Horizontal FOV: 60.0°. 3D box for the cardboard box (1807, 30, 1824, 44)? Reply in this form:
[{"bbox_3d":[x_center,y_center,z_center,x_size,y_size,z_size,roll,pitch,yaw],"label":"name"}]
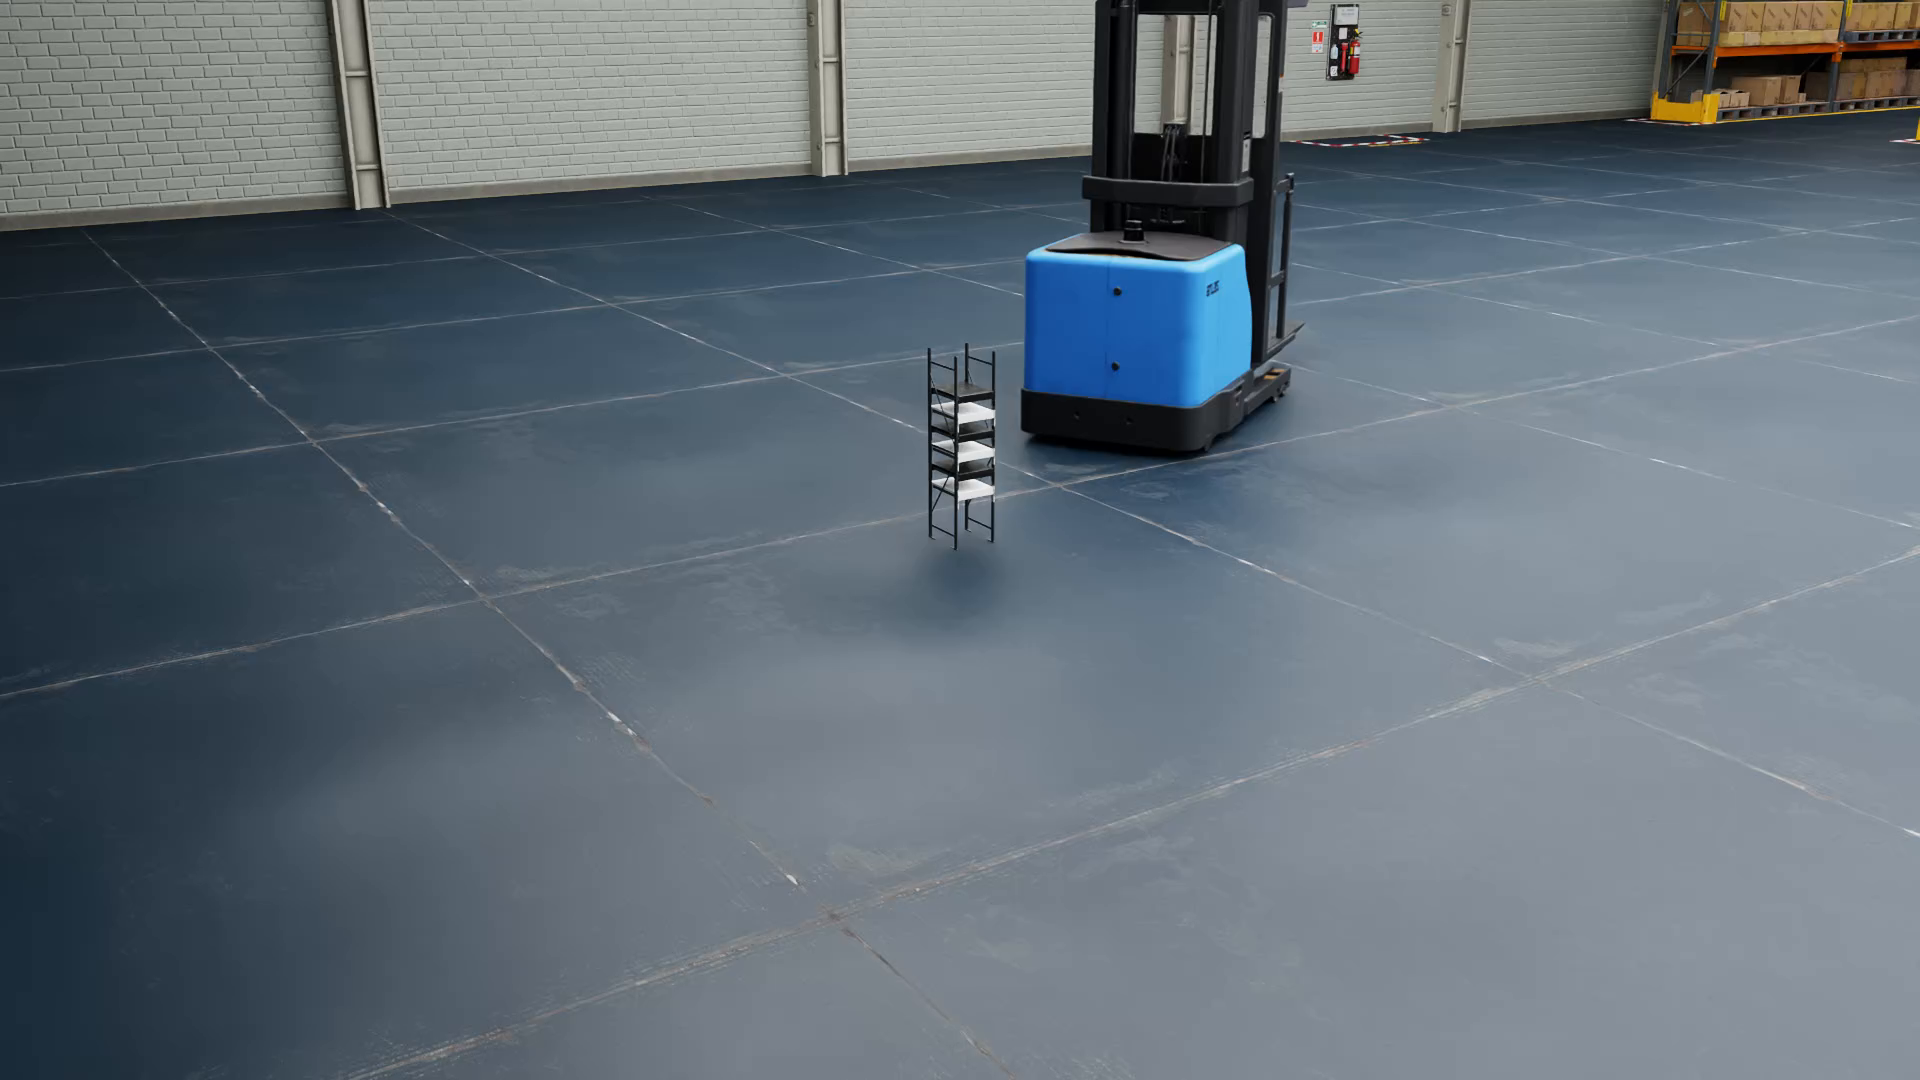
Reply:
[{"bbox_3d":[15.882,-9.492,31.341,0.500,0.250,0.500,-12,22,-31],"label":"cardboard box"}]

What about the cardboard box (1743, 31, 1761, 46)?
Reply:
[{"bbox_3d":[14.199,-9.134,30.282,0.500,0.250,0.500,-13,22,-33],"label":"cardboard box"}]

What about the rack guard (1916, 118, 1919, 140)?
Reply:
[{"bbox_3d":[15.898,-6.586,26.446,0.348,0.500,1.175,-12,22,-31],"label":"rack guard"}]

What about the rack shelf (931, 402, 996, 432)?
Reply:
[{"bbox_3d":[0.007,-0.567,7.558,0.200,0.077,0.258,-12,22,-31],"label":"rack shelf"}]

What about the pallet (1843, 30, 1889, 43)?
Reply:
[{"bbox_3d":[17.250,-9.809,32.374,1.213,0.211,1.003,-12,22,-31],"label":"pallet"}]

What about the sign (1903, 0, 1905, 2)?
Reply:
[{"bbox_3d":[19.564,-11.205,34.396,0.005,0.325,0.100,-12,22,-31],"label":"sign"}]

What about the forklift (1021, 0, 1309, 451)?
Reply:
[{"bbox_3d":[1.430,-2.295,9.958,1.130,2.935,3.031,9,21,24],"label":"forklift"}]

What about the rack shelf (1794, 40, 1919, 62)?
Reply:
[{"bbox_3d":[18.202,-9.815,33.217,4.000,0.370,1.077,-12,22,-31],"label":"rack shelf"}]

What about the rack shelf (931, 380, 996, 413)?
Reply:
[{"bbox_3d":[0.007,-0.652,7.529,0.200,0.077,0.258,-12,22,-31],"label":"rack shelf"}]

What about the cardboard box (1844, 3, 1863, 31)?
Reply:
[{"bbox_3d":[16.975,-10.140,32.212,0.500,0.500,0.700,-12,22,-31],"label":"cardboard box"}]

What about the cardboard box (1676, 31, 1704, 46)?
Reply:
[{"bbox_3d":[13.475,-9.172,30.394,0.500,0.250,0.500,-12,22,-31],"label":"cardboard box"}]

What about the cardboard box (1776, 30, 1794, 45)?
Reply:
[{"bbox_3d":[15.051,-9.310,30.804,0.500,0.250,0.500,-12,22,-31],"label":"cardboard box"}]

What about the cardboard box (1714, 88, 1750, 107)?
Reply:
[{"bbox_3d":[14.294,-8.232,30.922,0.500,0.311,0.500,-10,21,-27],"label":"cardboard box"}]

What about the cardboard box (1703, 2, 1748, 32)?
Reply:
[{"bbox_3d":[13.755,-9.397,29.888,0.500,0.500,0.500,-12,22,-31],"label":"cardboard box"}]

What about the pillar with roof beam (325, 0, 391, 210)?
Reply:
[{"bbox_3d":[-4.377,-6.917,14.154,0.400,9.000,9.100,-12,22,-31],"label":"pillar with roof beam"}]

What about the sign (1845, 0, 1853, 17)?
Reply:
[{"bbox_3d":[16.836,-10.070,31.496,0.005,0.325,0.100,-12,22,-31],"label":"sign"}]

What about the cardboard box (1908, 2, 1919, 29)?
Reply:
[{"bbox_3d":[19.033,-10.573,33.492,0.500,0.500,0.700,-14,23,-36],"label":"cardboard box"}]

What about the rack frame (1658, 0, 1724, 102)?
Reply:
[{"bbox_3d":[13.191,-9.099,29.976,0.127,3.000,1.000,-12,22,-31],"label":"rack frame"}]

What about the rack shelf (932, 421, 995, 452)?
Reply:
[{"bbox_3d":[0.007,-0.481,7.587,0.200,0.077,0.258,-12,22,-31],"label":"rack shelf"}]

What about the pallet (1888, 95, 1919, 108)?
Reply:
[{"bbox_3d":[19.219,-9.050,34.185,1.213,0.211,1.003,-12,22,-31],"label":"pallet"}]

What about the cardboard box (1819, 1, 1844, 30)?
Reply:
[{"bbox_3d":[16.307,-9.931,31.470,0.500,0.500,0.500,-12,22,-32],"label":"cardboard box"}]

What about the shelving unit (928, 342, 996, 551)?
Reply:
[{"bbox_3d":[0.007,-0.428,7.605,0.210,0.900,0.258,-12,22,-31],"label":"shelving unit"}]

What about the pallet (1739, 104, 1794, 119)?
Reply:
[{"bbox_3d":[14.970,-8.139,31.489,1.213,0.211,1.003,-12,22,-31],"label":"pallet"}]

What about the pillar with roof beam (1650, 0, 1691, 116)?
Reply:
[{"bbox_3d":[15.667,-11.144,26.658,0.400,9.000,9.100,-12,22,-31],"label":"pillar with roof beam"}]

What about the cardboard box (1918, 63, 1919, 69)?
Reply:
[{"bbox_3d":[20.558,-9.783,34.700,0.750,0.750,0.750,-12,22,-32],"label":"cardboard box"}]

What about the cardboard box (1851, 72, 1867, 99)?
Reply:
[{"bbox_3d":[17.541,-9.067,33.095,0.500,0.500,0.700,-12,22,-32],"label":"cardboard box"}]

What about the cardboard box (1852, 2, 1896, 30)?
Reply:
[{"bbox_3d":[17.979,-10.361,32.865,0.500,0.500,0.700,-9,21,-24],"label":"cardboard box"}]

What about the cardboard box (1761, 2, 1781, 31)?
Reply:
[{"bbox_3d":[14.608,-9.570,30.401,0.500,0.500,0.500,-13,22,-33],"label":"cardboard box"}]

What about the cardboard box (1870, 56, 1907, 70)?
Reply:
[{"bbox_3d":[18.789,-9.663,33.690,0.500,0.250,0.500,-11,22,-30],"label":"cardboard box"}]

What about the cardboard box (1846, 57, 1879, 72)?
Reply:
[{"bbox_3d":[17.935,-9.488,33.173,0.500,0.250,0.500,-13,22,-33],"label":"cardboard box"}]

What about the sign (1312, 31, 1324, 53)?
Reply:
[{"bbox_3d":[5.685,-7.919,26.429,0.234,0.329,0.001,-12,22,-31],"label":"sign"}]

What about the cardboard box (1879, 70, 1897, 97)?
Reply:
[{"bbox_3d":[18.406,-9.237,33.600,0.500,0.500,0.700,-12,22,-32],"label":"cardboard box"}]

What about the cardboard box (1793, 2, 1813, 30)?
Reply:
[{"bbox_3d":[15.466,-9.756,30.951,0.500,0.500,0.500,-13,22,-33],"label":"cardboard box"}]

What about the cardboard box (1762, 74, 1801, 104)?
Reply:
[{"bbox_3d":[15.687,-8.634,31.817,0.500,0.500,0.500,-14,23,-35],"label":"cardboard box"}]

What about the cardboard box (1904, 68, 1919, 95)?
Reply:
[{"bbox_3d":[19.300,-9.392,34.057,0.500,0.500,0.700,-12,22,-31],"label":"cardboard box"}]

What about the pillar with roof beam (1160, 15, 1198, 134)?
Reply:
[{"bbox_3d":[5.645,-9.031,20.406,0.400,9.000,9.100,-12,22,-31],"label":"pillar with roof beam"}]

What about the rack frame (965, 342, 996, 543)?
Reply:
[{"bbox_3d":[0.092,-0.446,7.658,0.006,0.900,0.240,-12,22,-31],"label":"rack frame"}]

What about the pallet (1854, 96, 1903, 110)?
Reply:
[{"bbox_3d":[18.201,-8.836,33.553,1.213,0.211,1.003,-12,22,-31],"label":"pallet"}]

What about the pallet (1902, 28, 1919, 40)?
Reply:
[{"bbox_3d":[19.336,-10.263,33.719,1.003,0.211,1.213,-12,22,-31],"label":"pallet"}]

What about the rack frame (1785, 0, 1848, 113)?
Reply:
[{"bbox_3d":[16.531,-9.804,32.060,0.127,3.000,1.000,-12,22,-31],"label":"rack frame"}]
